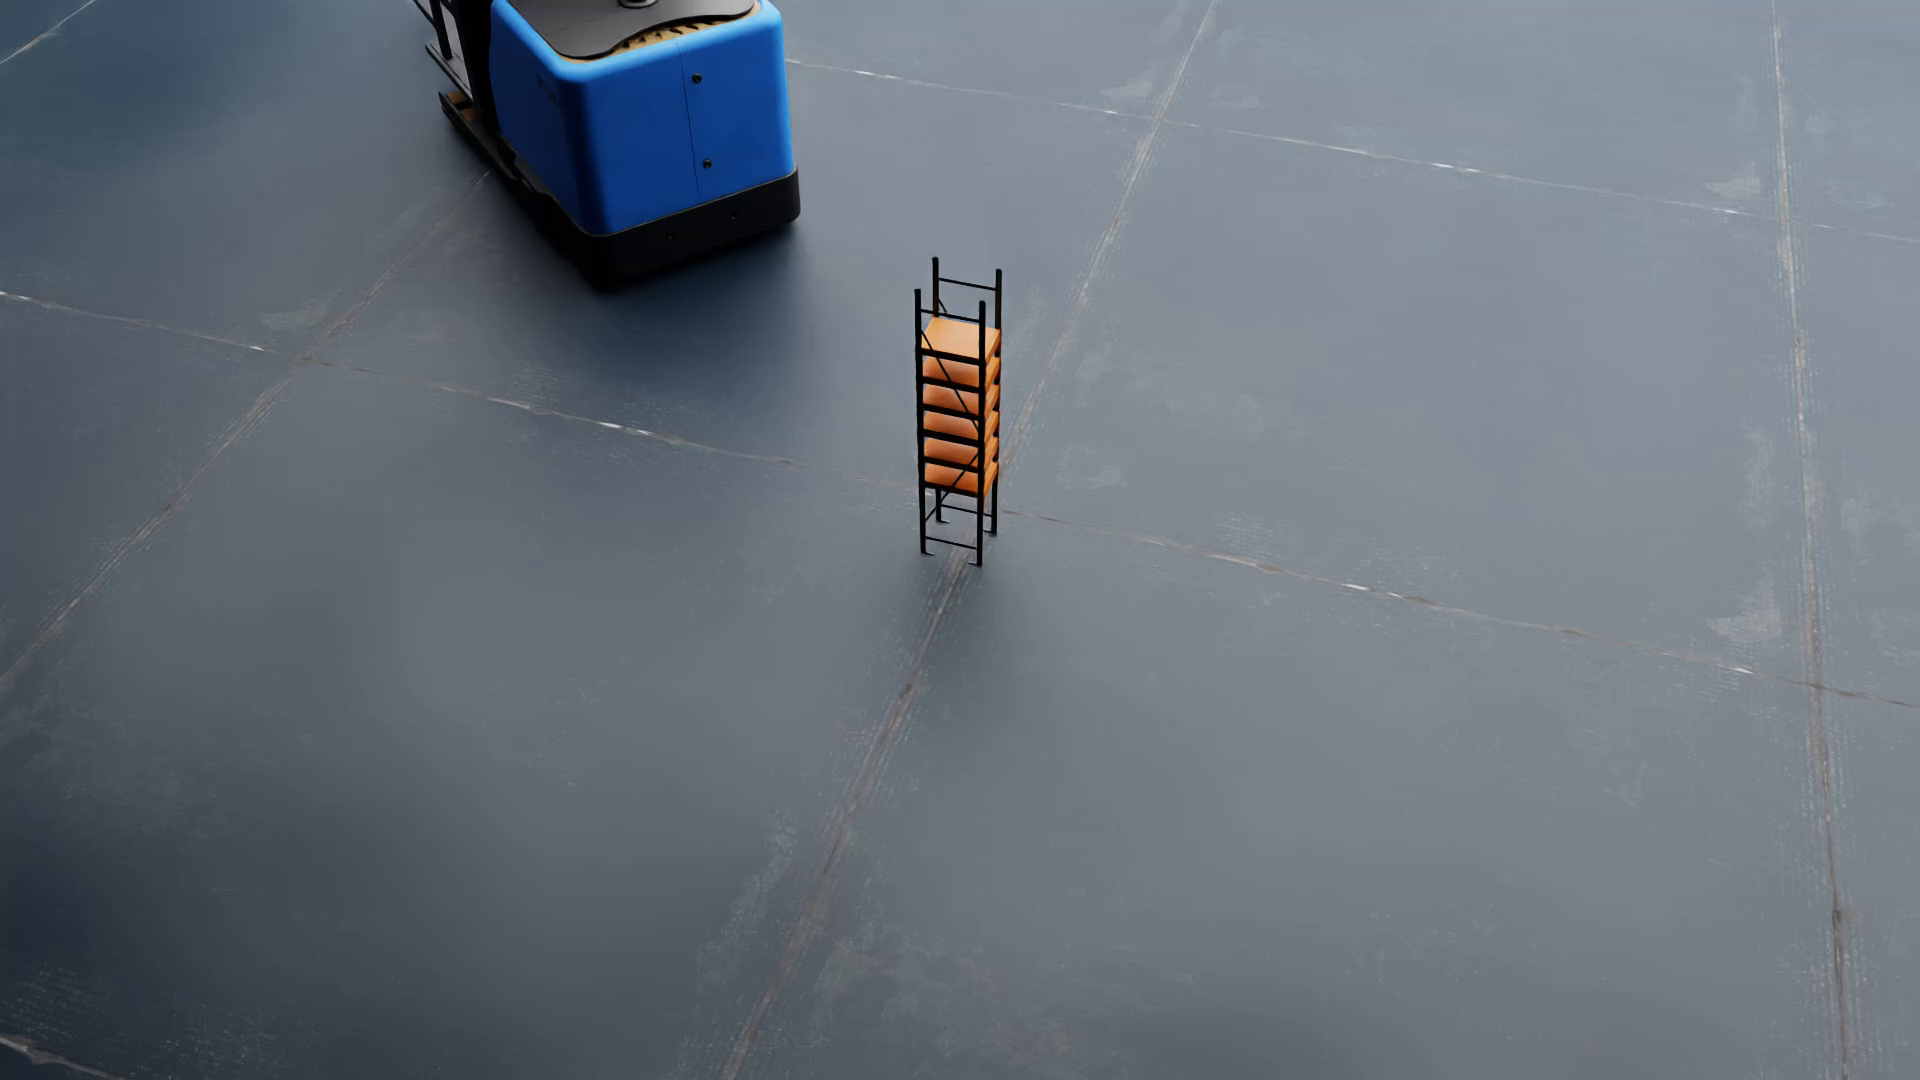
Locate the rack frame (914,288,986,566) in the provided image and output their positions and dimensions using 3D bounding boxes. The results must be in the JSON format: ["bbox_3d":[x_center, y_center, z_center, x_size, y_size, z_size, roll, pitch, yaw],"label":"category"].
[{"bbox_3d":[-0.032,-0.358,5.758,0.240,1.200,0.006,13,46,12],"label":"rack frame"}]

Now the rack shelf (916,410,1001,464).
[{"bbox_3d":[-0.004,-0.387,5.852,0.258,0.103,0.180,13,46,12],"label":"rack shelf"}]

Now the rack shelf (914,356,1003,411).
[{"bbox_3d":[-0.004,-0.559,5.684,0.258,0.103,0.180,13,46,12],"label":"rack shelf"}]

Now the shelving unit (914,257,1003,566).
[{"bbox_3d":[-0.004,-0.419,5.821,0.258,1.200,0.189,13,46,12],"label":"shelving unit"}]

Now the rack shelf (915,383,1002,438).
[{"bbox_3d":[-0.004,-0.473,5.768,0.258,0.103,0.180,13,46,12],"label":"rack shelf"}]

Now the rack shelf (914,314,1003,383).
[{"bbox_3d":[-0.004,-0.645,5.600,0.258,0.103,0.180,13,46,12],"label":"rack shelf"}]

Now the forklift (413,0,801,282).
[{"bbox_3d":[-1.953,-3.188,7.412,1.130,2.935,3.031,-24,49,-23],"label":"forklift"}]

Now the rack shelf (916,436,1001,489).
[{"bbox_3d":[-0.004,-0.302,5.936,0.258,0.103,0.180,13,46,12],"label":"rack shelf"}]

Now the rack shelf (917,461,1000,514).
[{"bbox_3d":[-0.004,-0.216,6.019,0.258,0.103,0.180,13,46,12],"label":"rack shelf"}]

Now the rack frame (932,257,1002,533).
[{"bbox_3d":[0.023,-0.480,5.883,0.240,1.200,0.006,13,46,12],"label":"rack frame"}]
